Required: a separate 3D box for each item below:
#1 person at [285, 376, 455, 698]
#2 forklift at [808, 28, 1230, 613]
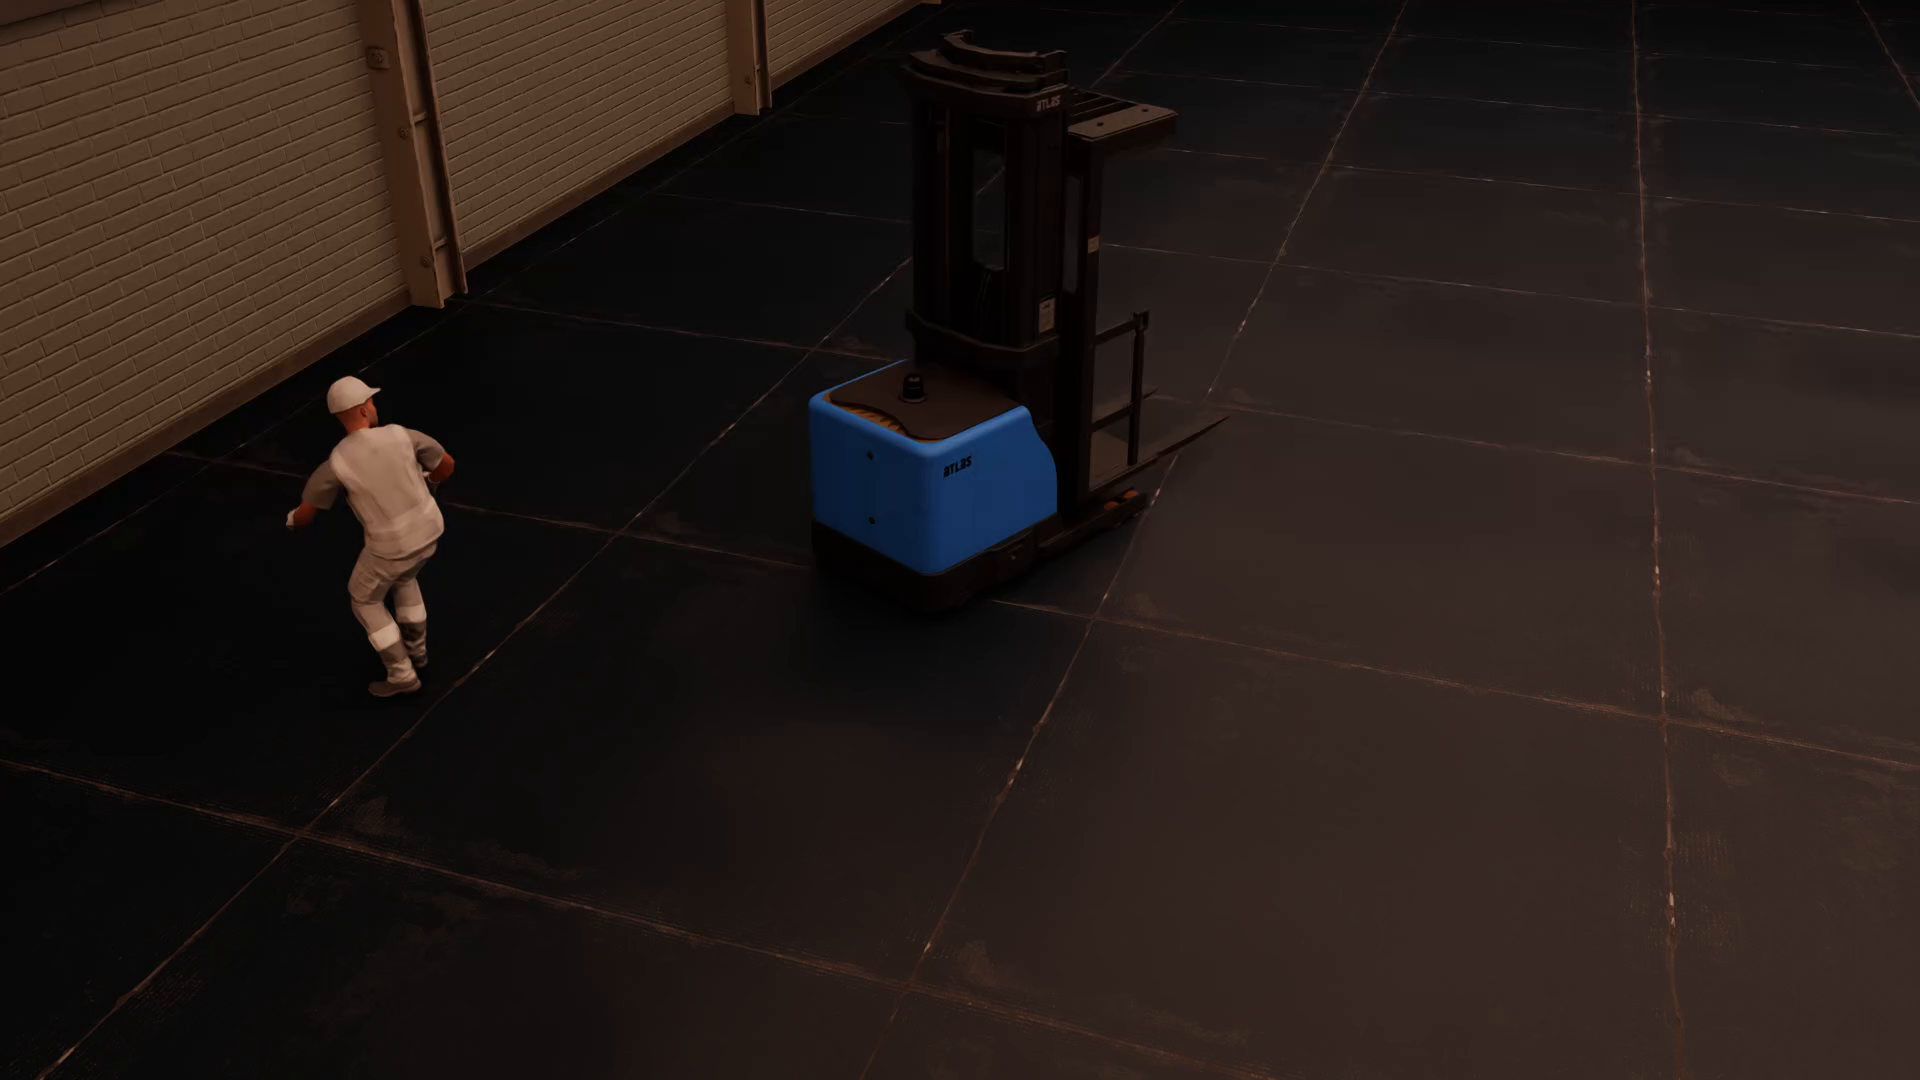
[{"bbox_3d":[-2.975,-0.051,8.489,0.703,1.706,0.802,22,37,34],"label":"person"},{"bbox_3d":[0.518,-1.503,9.774,1.130,2.935,3.031,26,38,37],"label":"forklift"}]
